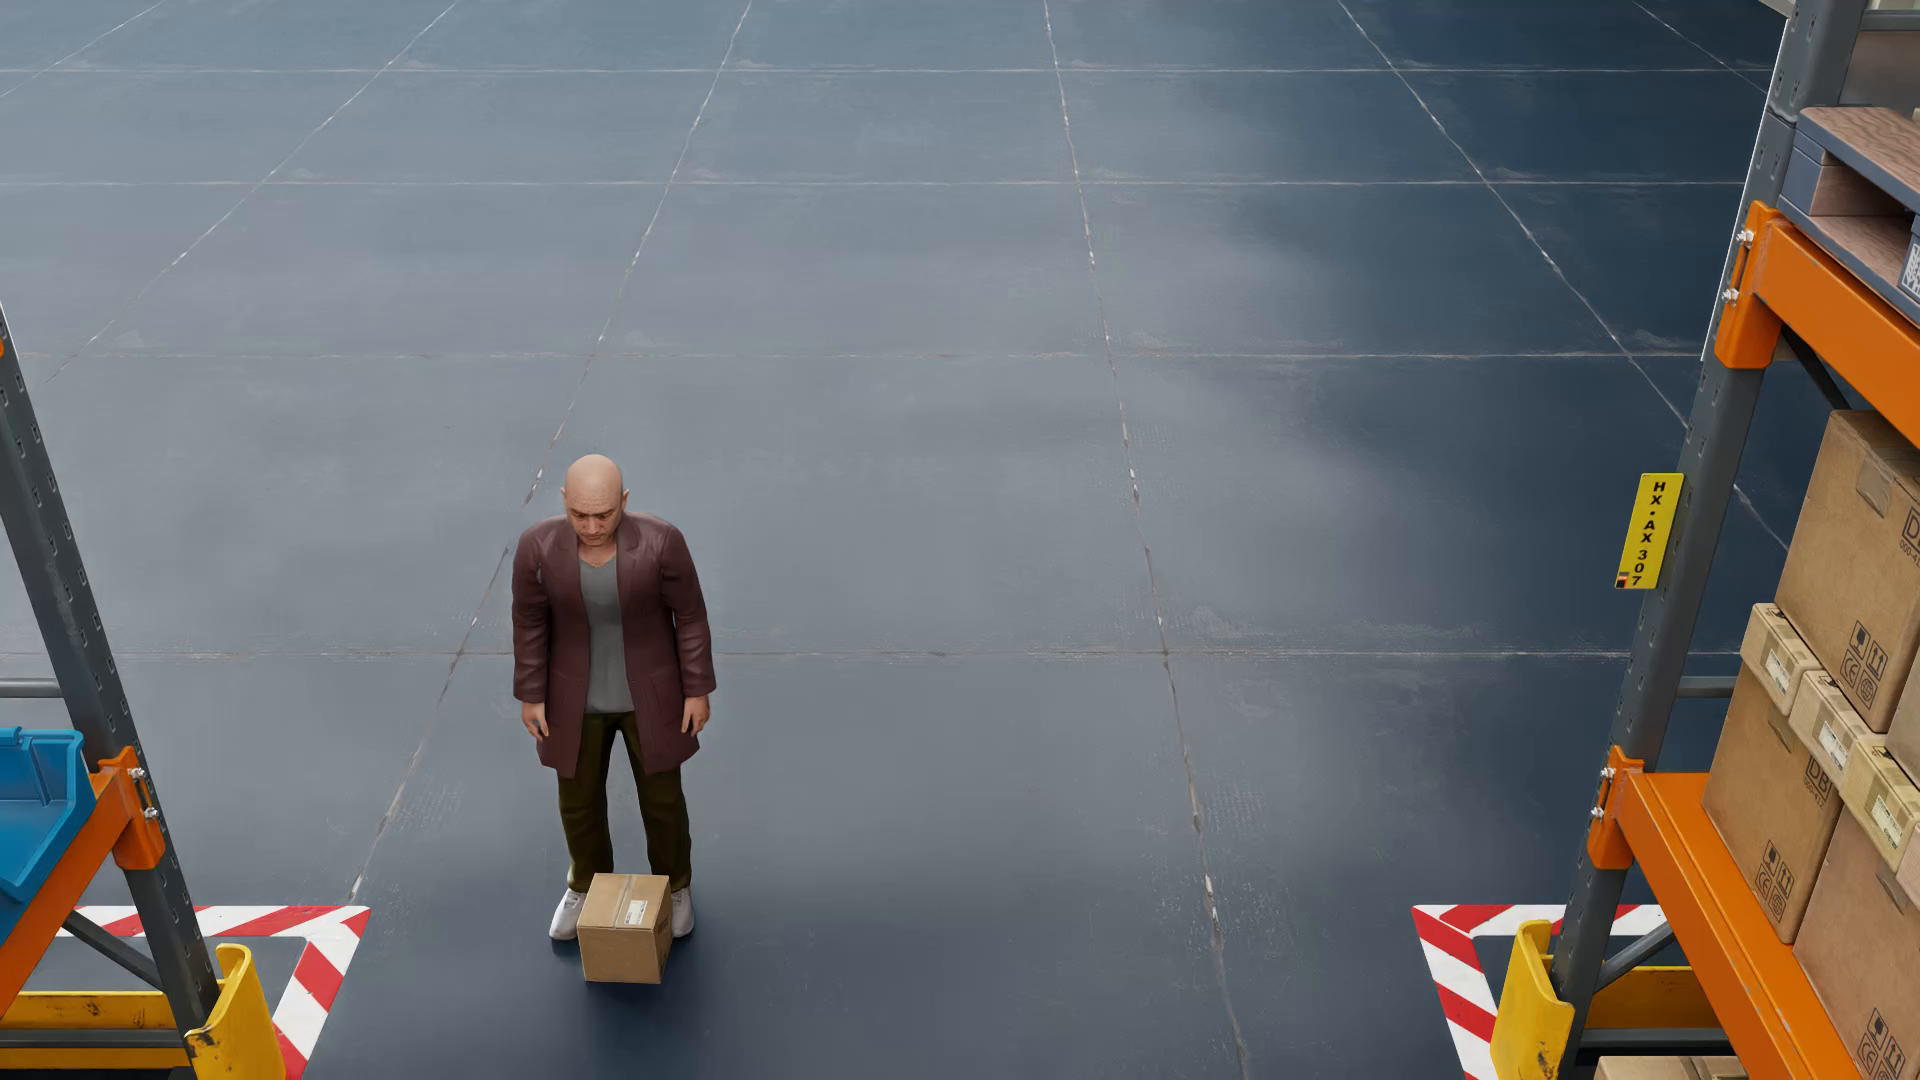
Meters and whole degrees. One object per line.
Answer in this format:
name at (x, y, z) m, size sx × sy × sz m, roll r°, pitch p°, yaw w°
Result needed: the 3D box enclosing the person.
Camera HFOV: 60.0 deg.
person at (-1.101, 0.500, 5.322) m, size 0.643 × 1.772 × 0.429 m, roll -2°, pitch 31°, yaw -3°
